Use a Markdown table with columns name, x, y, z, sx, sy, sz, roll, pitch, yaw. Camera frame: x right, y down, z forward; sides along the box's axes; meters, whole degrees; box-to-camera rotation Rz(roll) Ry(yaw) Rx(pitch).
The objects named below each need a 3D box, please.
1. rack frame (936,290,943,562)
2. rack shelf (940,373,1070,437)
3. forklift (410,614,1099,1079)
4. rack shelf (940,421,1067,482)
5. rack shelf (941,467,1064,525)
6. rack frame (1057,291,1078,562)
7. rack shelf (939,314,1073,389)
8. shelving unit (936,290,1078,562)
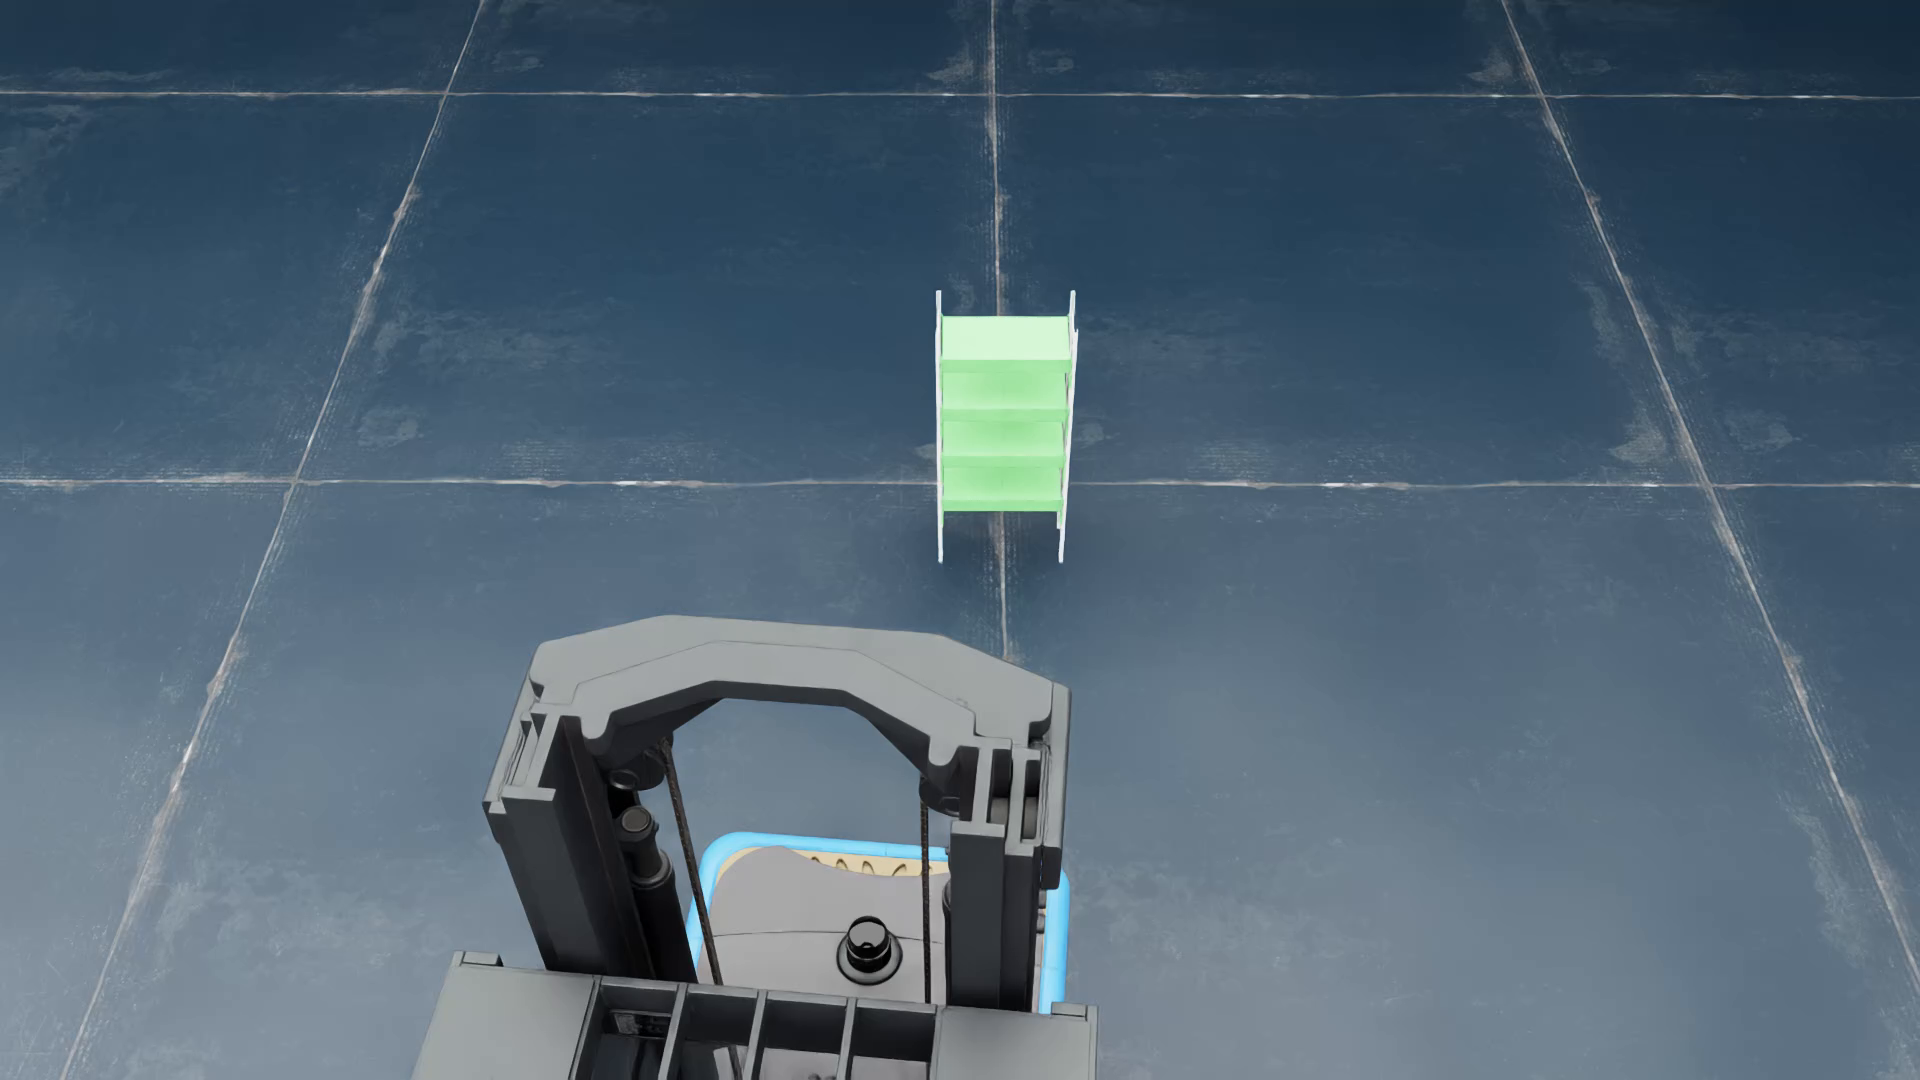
| name | x | y | z | sx | sy | sz | roll | pitch | yaw |
| --- | --- | --- | --- | --- | --- | --- | --- | --- | --- |
| rack frame | -0.078 | -0.409 | 6.392 | 0.015 | 1.200 | 0.240 | 0 | 47 | 0 |
| rack shelf | 0.166 | -0.528 | 6.262 | 0.480 | 0.148 | 0.258 | 0 | 47 | 0 |
| forklift | -0.340 | 1.647 | 3.295 | 1.130 | 2.935 | 3.031 | 4 | 47 | 4 |
| rack shelf | 0.166 | -0.365 | 6.438 | 0.480 | 0.148 | 0.258 | 0 | 47 | 0 |
| rack shelf | 0.166 | -0.201 | 6.614 | 0.480 | 0.148 | 0.258 | 0 | 47 | 0 |
| rack frame | 0.410 | -0.408 | 6.391 | 0.015 | 1.200 | 0.240 | 0 | 47 | 0 |
| rack shelf | 0.166 | -0.692 | 6.087 | 0.480 | 0.148 | 0.258 | 0 | 47 | 0 |
| shelving unit | 0.166 | -0.408 | 6.391 | 0.503 | 1.200 | 0.258 | 0 | 47 | 0 |
